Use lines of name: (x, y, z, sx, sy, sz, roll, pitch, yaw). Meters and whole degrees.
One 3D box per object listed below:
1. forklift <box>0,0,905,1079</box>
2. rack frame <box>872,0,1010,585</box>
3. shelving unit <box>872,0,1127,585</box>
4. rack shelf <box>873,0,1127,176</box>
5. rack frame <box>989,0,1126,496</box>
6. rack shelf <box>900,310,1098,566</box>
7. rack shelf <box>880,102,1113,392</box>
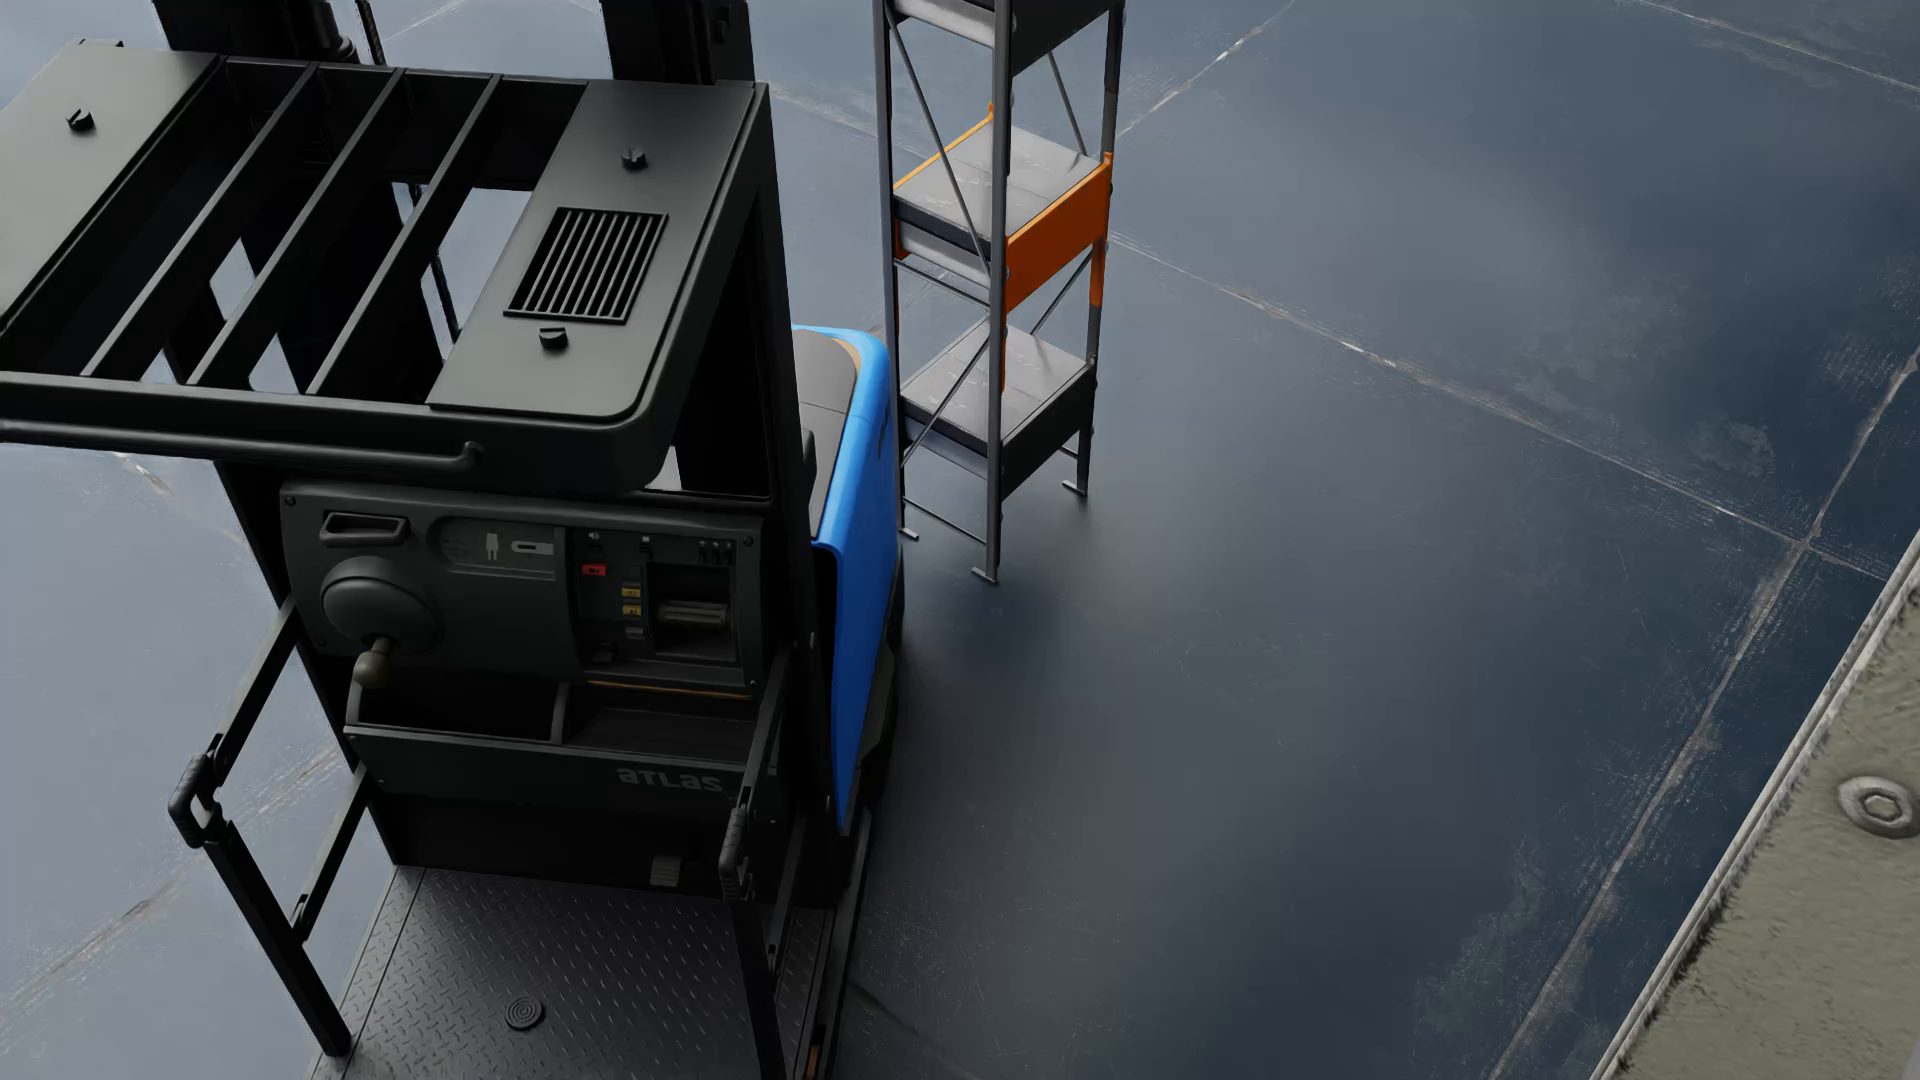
forklift: (-0.855, 0.207, 3.025, 1.130, 2.935, 3.031, 5, 47, 5)
rack frame: (-0.048, -0.680, 4.448, 0.400, 2.100, 0.015, 29, 53, 25)
shelving unit: (0.101, -0.820, 4.581, 0.431, 2.100, 0.503, 29, 53, 25)
rack shelf: (0.101, -1.294, 4.085, 0.431, 0.518, 0.480, 29, 53, 25)
rack frame: (0.250, -0.960, 4.715, 0.400, 2.100, 0.015, 29, 53, 25)
rack shelf: (0.101, -0.327, 5.097, 0.431, 0.518, 0.480, 29, 53, 25)
rack shelf: (0.101, -0.811, 4.591, 0.431, 0.518, 0.480, 29, 53, 25)
